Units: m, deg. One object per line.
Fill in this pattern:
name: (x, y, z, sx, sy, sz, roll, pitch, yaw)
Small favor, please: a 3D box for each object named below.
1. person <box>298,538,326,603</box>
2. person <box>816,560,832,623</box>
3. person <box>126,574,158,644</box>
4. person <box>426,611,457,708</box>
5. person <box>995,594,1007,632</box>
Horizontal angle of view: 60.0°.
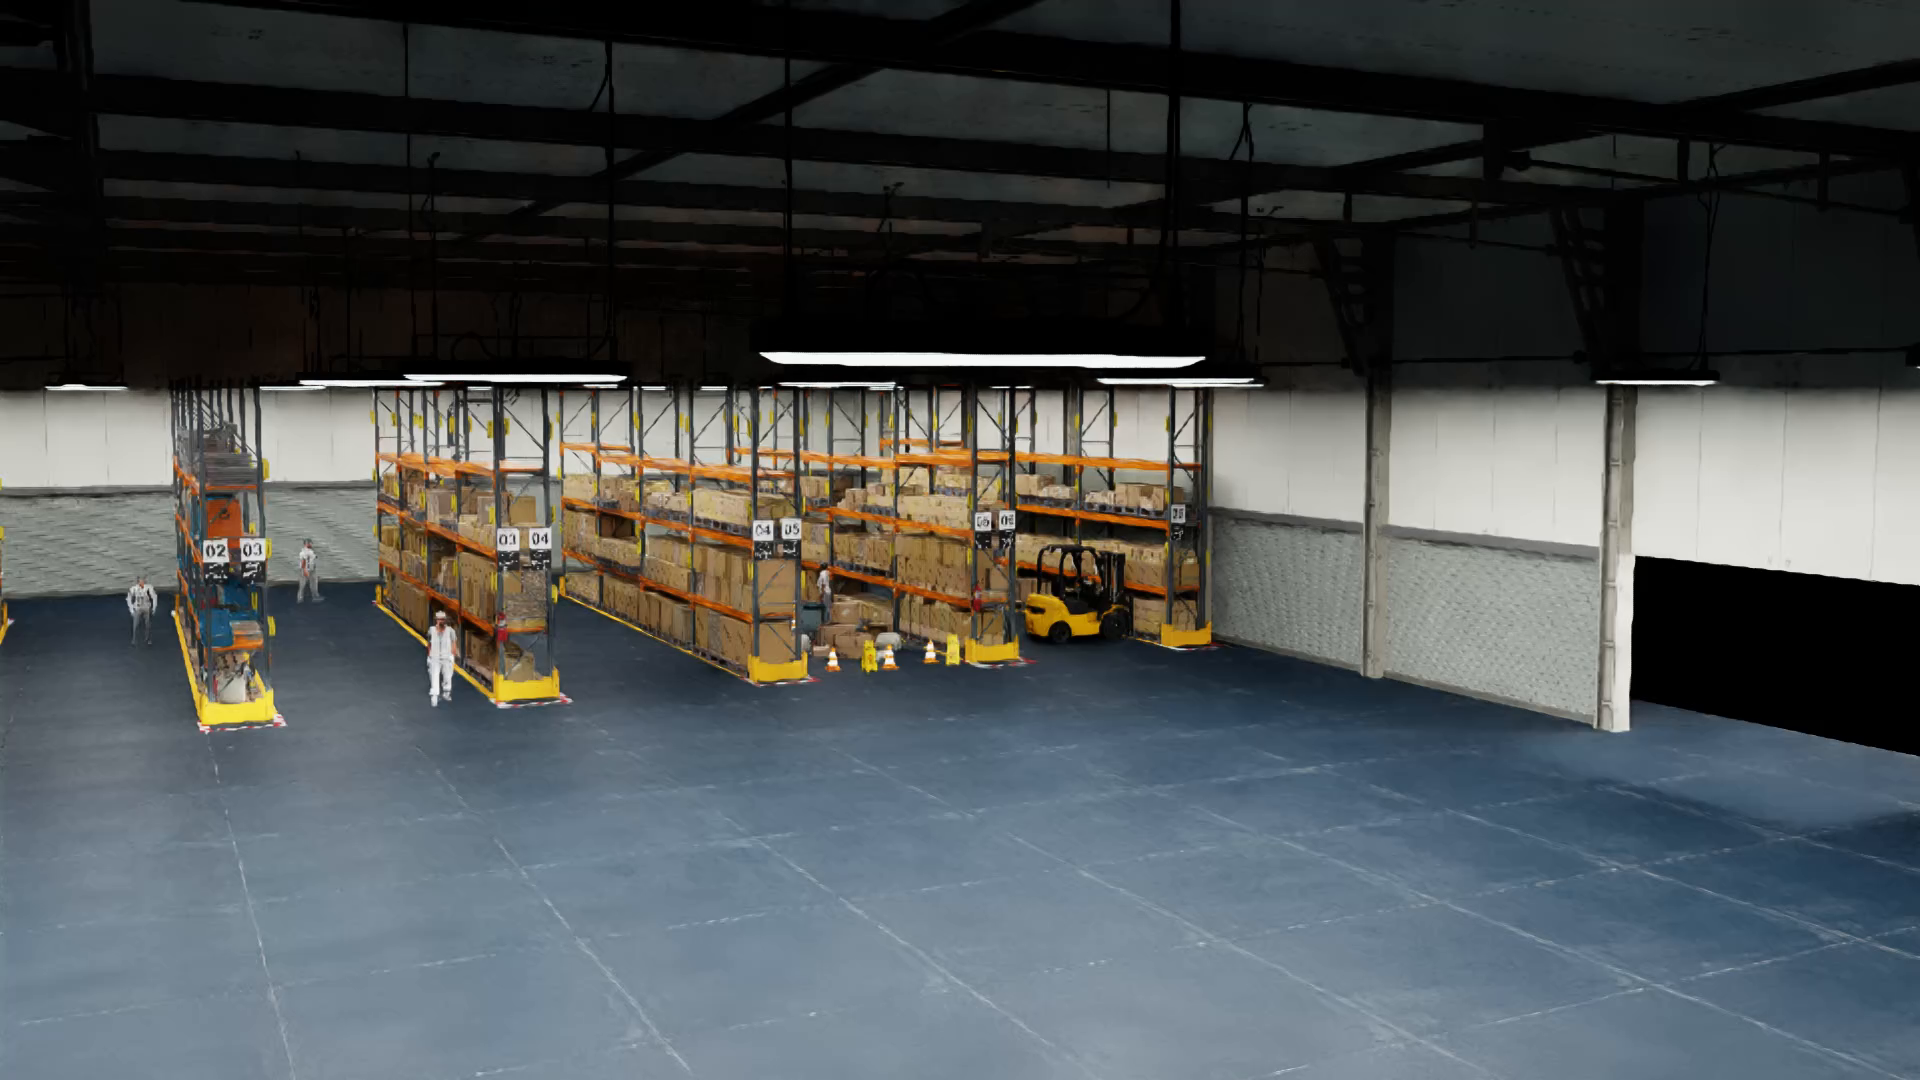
person: (-17.748, 0.804, 45.349, 0.551, 1.757, 0.752, 1, 5, 7)
person: (-3.294, 1.319, 40.052, 0.545, 1.664, 0.574, 0, 5, -2)
person: (-18.543, 1.566, 37.720, 0.639, 1.628, 0.506, -3, 6, -28)
person: (-9.452, 2.152, 30.345, 0.533, 1.728, 1.035, -2, 5, -17)
person: (0.903, 1.398, 39.563, 0.454, 1.599, 0.467, 0, 5, 4)
